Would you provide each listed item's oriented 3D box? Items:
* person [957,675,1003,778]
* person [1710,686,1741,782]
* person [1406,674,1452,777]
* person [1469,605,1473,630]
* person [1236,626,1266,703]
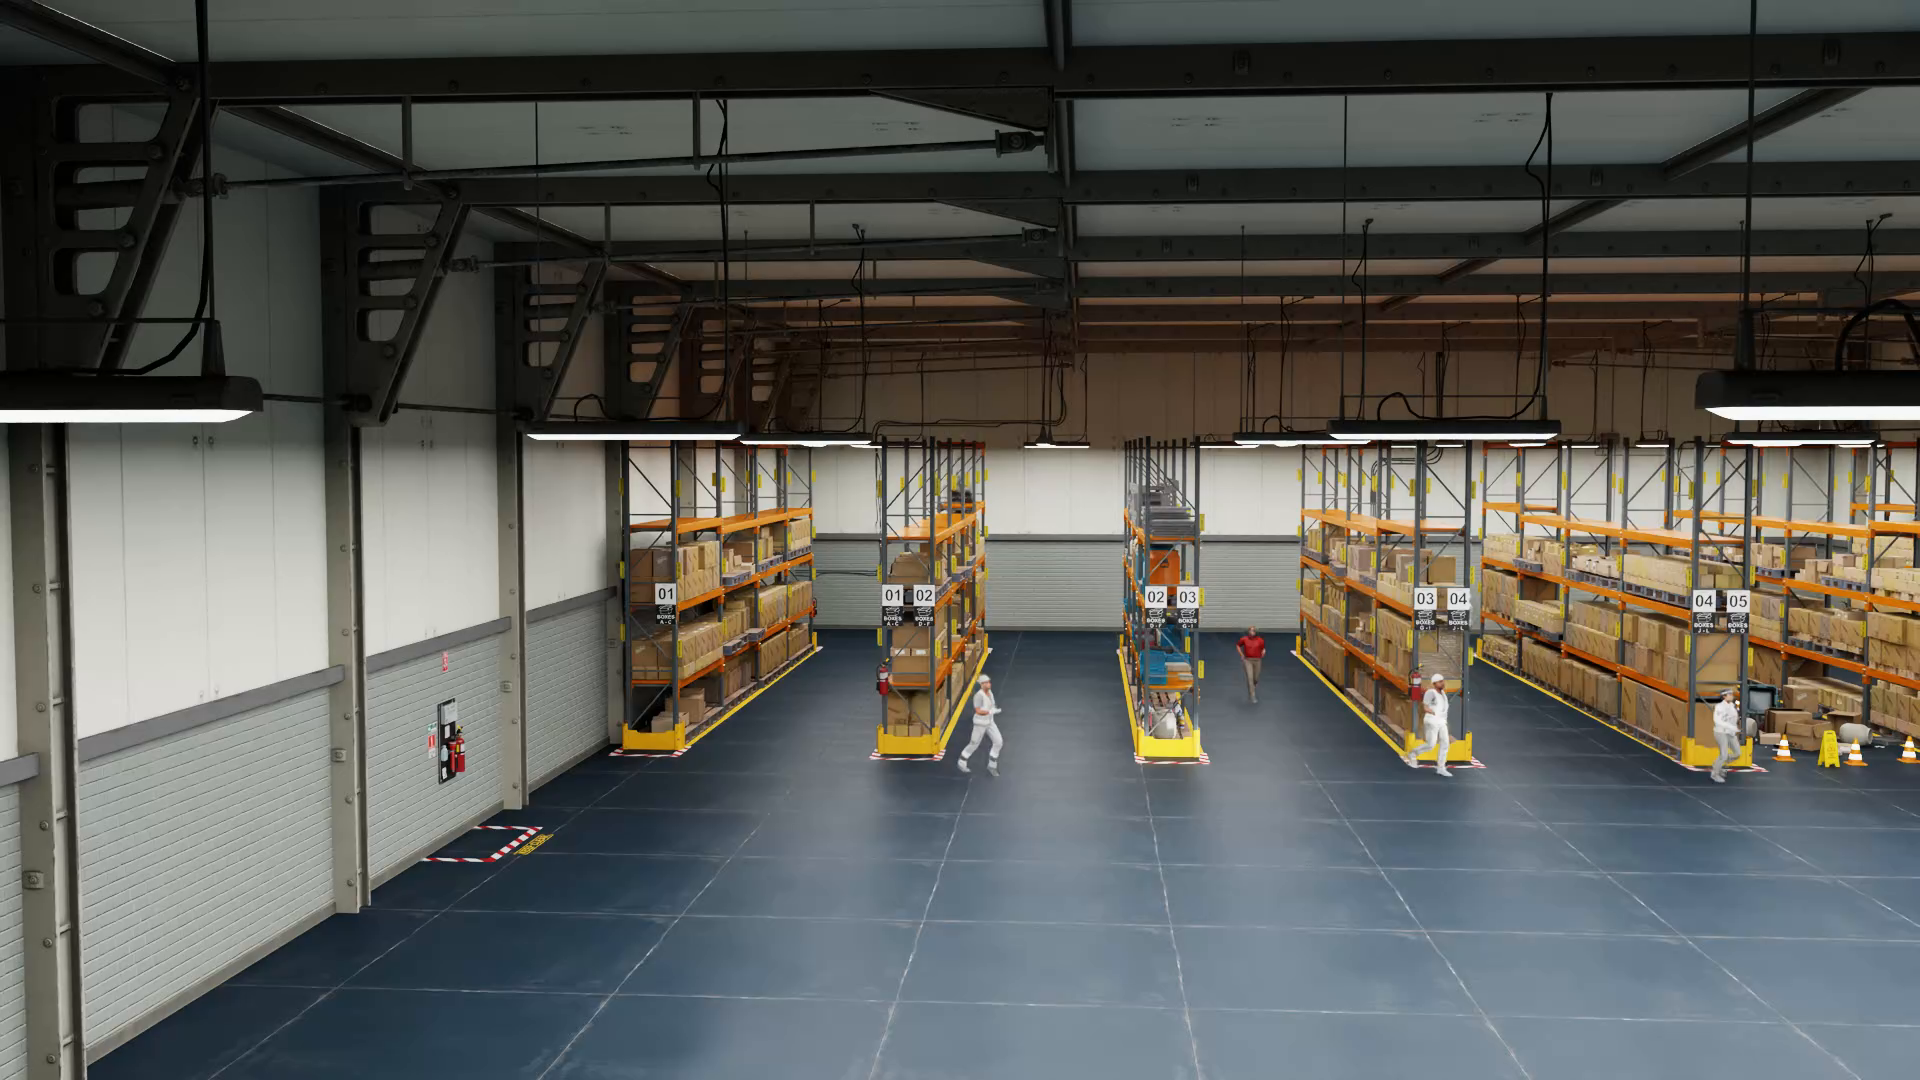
[{"bbox_3d":[0.400,3.266,29.233,0.915,1.823,0.672,2,4,36],"label":"person"},{"bbox_3d":[13.305,3.355,28.777,0.651,1.664,0.557,-2,4,-31],"label":"person"},{"bbox_3d":[8.403,3.262,29.532,0.697,1.784,0.865,-3,4,-42],"label":"person"},{"bbox_3d":[14.351,2.347,47.507,0.596,1.666,0.793,-1,3,-16],"label":"person"},{"bbox_3d":[6.707,2.836,38.225,0.663,1.731,0.903,0,3,-3],"label":"person"}]
